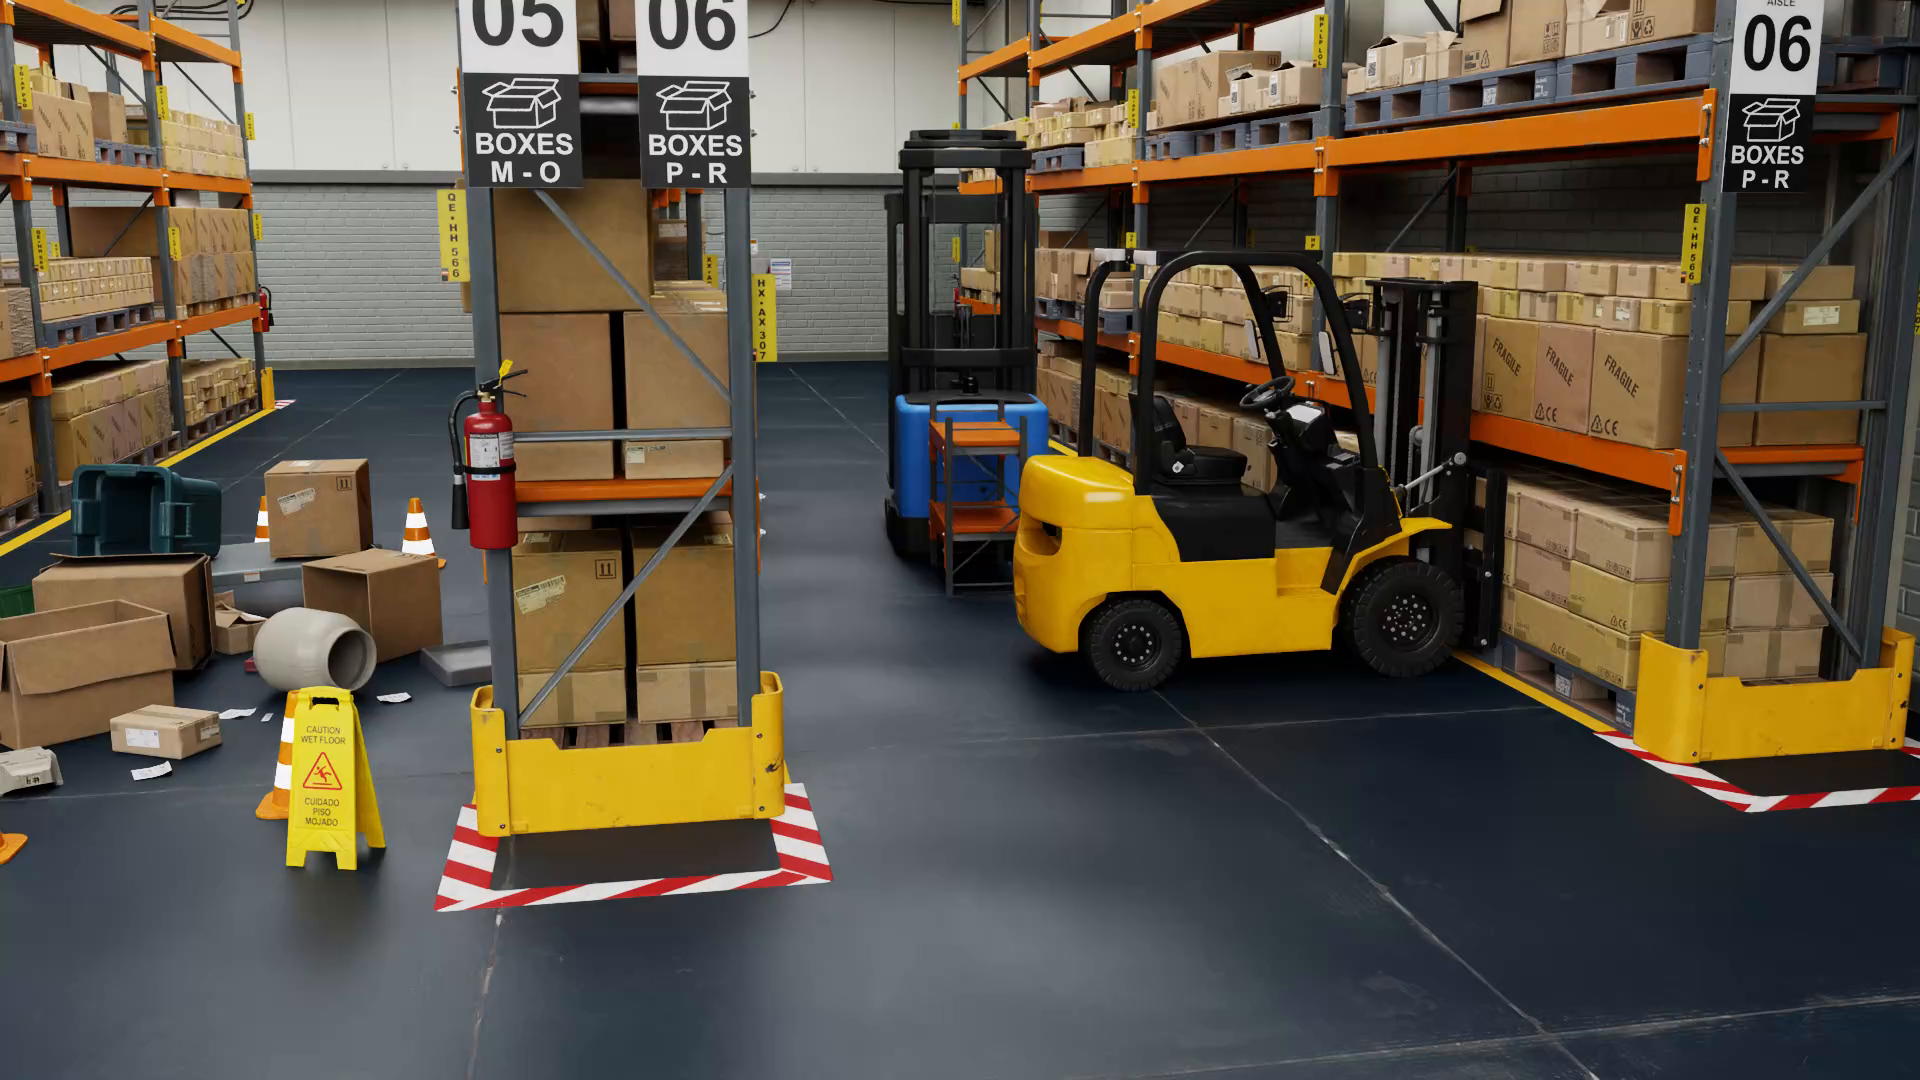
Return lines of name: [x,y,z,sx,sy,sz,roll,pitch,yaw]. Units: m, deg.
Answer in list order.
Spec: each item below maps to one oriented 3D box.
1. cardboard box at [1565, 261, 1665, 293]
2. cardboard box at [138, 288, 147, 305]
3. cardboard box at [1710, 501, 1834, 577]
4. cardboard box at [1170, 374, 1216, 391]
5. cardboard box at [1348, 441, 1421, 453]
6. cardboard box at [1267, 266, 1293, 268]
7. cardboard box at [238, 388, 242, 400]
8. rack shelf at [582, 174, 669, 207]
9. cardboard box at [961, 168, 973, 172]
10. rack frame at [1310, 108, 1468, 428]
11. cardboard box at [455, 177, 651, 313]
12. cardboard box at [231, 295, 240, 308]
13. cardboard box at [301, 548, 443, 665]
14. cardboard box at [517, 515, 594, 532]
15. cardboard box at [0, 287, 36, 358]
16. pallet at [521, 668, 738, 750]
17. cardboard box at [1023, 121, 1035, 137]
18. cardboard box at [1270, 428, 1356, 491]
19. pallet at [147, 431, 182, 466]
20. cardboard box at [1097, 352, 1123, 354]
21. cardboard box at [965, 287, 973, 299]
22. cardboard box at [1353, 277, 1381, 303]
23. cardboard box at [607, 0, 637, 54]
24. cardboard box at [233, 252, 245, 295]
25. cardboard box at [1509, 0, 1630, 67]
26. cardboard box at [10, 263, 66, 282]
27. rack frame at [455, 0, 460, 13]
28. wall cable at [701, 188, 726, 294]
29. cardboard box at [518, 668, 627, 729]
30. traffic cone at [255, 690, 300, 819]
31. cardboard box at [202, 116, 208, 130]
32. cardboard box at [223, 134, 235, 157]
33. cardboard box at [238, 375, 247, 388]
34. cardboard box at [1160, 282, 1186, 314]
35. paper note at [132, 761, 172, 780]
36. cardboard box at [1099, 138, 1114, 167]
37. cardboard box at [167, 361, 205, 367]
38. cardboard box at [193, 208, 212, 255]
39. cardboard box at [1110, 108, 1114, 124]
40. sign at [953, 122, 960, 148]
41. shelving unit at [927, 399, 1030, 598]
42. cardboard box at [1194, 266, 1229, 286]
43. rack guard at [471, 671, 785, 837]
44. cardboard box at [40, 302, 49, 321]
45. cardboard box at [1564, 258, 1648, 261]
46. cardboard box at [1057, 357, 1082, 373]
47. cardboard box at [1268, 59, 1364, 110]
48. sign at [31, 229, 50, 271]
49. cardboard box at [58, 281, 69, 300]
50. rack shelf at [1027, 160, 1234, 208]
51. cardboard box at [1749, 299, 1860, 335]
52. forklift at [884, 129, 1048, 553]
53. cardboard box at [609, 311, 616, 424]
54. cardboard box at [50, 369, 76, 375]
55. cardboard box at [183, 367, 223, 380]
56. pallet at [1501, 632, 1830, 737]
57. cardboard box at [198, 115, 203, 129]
cardboard box: [3.189,-1.279,8.097,0.380,0.149,0.250,-2,11,-11]
cardboard box: [-8.119,-2.359,16.115,0.380,0.149,0.250,-2,11,-11]
cardboard box: [3.689,-0.010,7.781,0.500,0.250,0.500,-2,11,-12]
cardboard box: [2.220,-1.489,15.823,0.380,0.149,0.250,-2,11,-9]
cardboard box: [2.694,-0.454,10.115,0.500,0.250,0.500,-2,11,-11]
cardboard box: [2.620,-2.070,13.046,0.380,0.149,0.250,-2,11,-9]
cardboard box: [-8.796,-1.744,19.840,0.380,0.149,0.250,-2,11,-11]
rack shelf: [-3.217,-3.341,15.628,1.077,0.370,4.000,-2,11,-11]
cardboard box: [0.303,-4.957,21.801,0.500,0.250,0.500,-2,11,-12]
rack frame: [2.819,-1.301,11.012,1.000,3.000,0.127,-2,11,-11]
cardboard box: [-1.585,-1.159,6.525,0.700,0.500,0.500,-2,11,-12]
cardboard box: [-8.731,-2.811,19.616,0.380,0.149,0.250,-2,11,-9]
cardboard box: [-3.176,0.352,9.001,0.500,0.500,0.500,6,12,28]
cardboard box: [-1.820,-0.132,7.356,0.380,0.149,0.250,-2,11,-9]
cardboard box: [-7.312,-1.632,12.479,0.500,0.500,0.500,-2,11,-11]
pallet: [-1.410,0.819,7.329,1.003,0.211,1.213,-2,11,-11]
cardboard box: [0.891,-4.450,18.016,0.380,0.149,0.250,-2,11,-9]
cardboard box: [2.706,-0.436,11.695,0.875,0.625,0.625,-2,11,-8]
pallet: [-8.288,-0.876,16.236,1.003,0.211,1.213,-2,11,-11]
cardboard box: [1.617,-2.009,18.555,0.380,0.149,0.250,-3,11,-13]
cardboard box: [0.280,-3.309,22.229,0.380,0.149,0.250,-2,11,-11]
cardboard box: [2.674,-1.554,10.335,0.380,0.149,0.250,-2,11,-10]
cardboard box: [-1.108,-2.035,6.447,0.500,0.250,0.500,-2,11,-12]
cardboard box: [-8.784,-3.150,19.662,0.500,0.500,0.500,-2,11,-12]
cardboard box: [3.170,-2.610,8.205,0.700,0.500,0.500,-2,11,-11]
cardboard box: [-7.661,-2.217,13.778,0.380,0.149,0.250,-2,11,-11]
rack frame: [-1.272,-3.334,5.644,1.000,3.000,0.127,-2,11,-11]
wall cable: [-4.114,-4.907,27.239,0.588,1.984,0.122,-2,11,-11]
cardboard box: [-1.697,0.615,7.174,0.500,0.250,0.500,-2,11,-11]
traffic cone: [-2.621,0.828,6.611,0.336,0.463,0.334,-2,11,-11]
cardboard box: [-8.589,-4.631,18.478,0.380,0.149,0.250,-2,11,-13]
cardboard box: [-8.779,-4.599,19.379,0.500,0.250,0.500,-2,11,-13]
cardboard box: [-8.734,-1.893,19.825,0.380,0.149,0.250,-3,11,-13]
cardboard box: [1.984,-2.025,13.877,0.500,0.250,0.500,-2,11,-9]
paper note: [-3.408,0.971,7.014,0.148,0.019,0.142,-6,13,-31]
cardboard box: [1.604,-3.612,15.532,0.500,0.250,0.500,-2,11,-11]
cardboard box: [-9.279,-2.066,19.939,0.380,0.149,0.250,-2,11,-10]
cardboard box: [-8.474,-3.355,18.064,0.500,0.500,0.500,-2,11,-10]
cardboard box: [1.627,-3.976,15.583,0.380,0.149,0.250,-2,11,-12]
sign: [-0.048,-5.385,22.109,0.100,0.325,0.005,-2,11,-11]
shelving unit: [0.105,-0.295,10.736,0.538,1.125,1.048,-1,11,-6]
cardboard box: [2.075,-2.097,13.191,0.380,0.149,0.250,-2,11,-10]
rack guard: [-1.286,0.827,6.512,1.175,0.500,0.348,-2,11,-11]
cardboard box: [-7.552,-1.828,13.325,0.380,0.149,0.250,-2,11,-12]
cardboard box: [3.468,-1.436,8.920,0.380,0.149,0.250,-2,11,-11]
cardboard box: [1.262,-1.896,17.961,0.380,0.149,0.250,-3,11,-14]
cardboard box: [2.439,-3.111,11.342,0.500,0.311,0.500,-2,11,-13]
sign: [-7.120,-2.245,12.872,0.100,0.325,0.005,-2,11,-11]
cardboard box: [-7.670,-2.079,13.849,0.380,0.149,0.250,-2,11,-13]
rack shelf: [1.652,-3.522,16.580,1.077,0.370,4.000,-2,11,-11]
cardboard box: [3.785,-1.007,7.464,0.380,0.149,0.250,-2,11,-12]
forklift: [-0.008,-1.572,12.616,1.130,2.935,3.031,-1,11,-4]
cardboard box: [-1.740,-0.763,7.122,0.500,0.500,0.500,-2,11,-11]
cardboard box: [-8.356,-1.399,15.082,0.500,0.250,0.500,-2,11,-9]
cardboard box: [-8.663,-1.892,19.027,0.380,0.149,0.250,-3,11,-13]
pallet: [3.407,0.663,8.147,1.003,0.211,1.213,-2,11,-11]
cardboard box: [-8.533,-4.583,18.227,0.380,0.149,0.250,-2,11,-13]
